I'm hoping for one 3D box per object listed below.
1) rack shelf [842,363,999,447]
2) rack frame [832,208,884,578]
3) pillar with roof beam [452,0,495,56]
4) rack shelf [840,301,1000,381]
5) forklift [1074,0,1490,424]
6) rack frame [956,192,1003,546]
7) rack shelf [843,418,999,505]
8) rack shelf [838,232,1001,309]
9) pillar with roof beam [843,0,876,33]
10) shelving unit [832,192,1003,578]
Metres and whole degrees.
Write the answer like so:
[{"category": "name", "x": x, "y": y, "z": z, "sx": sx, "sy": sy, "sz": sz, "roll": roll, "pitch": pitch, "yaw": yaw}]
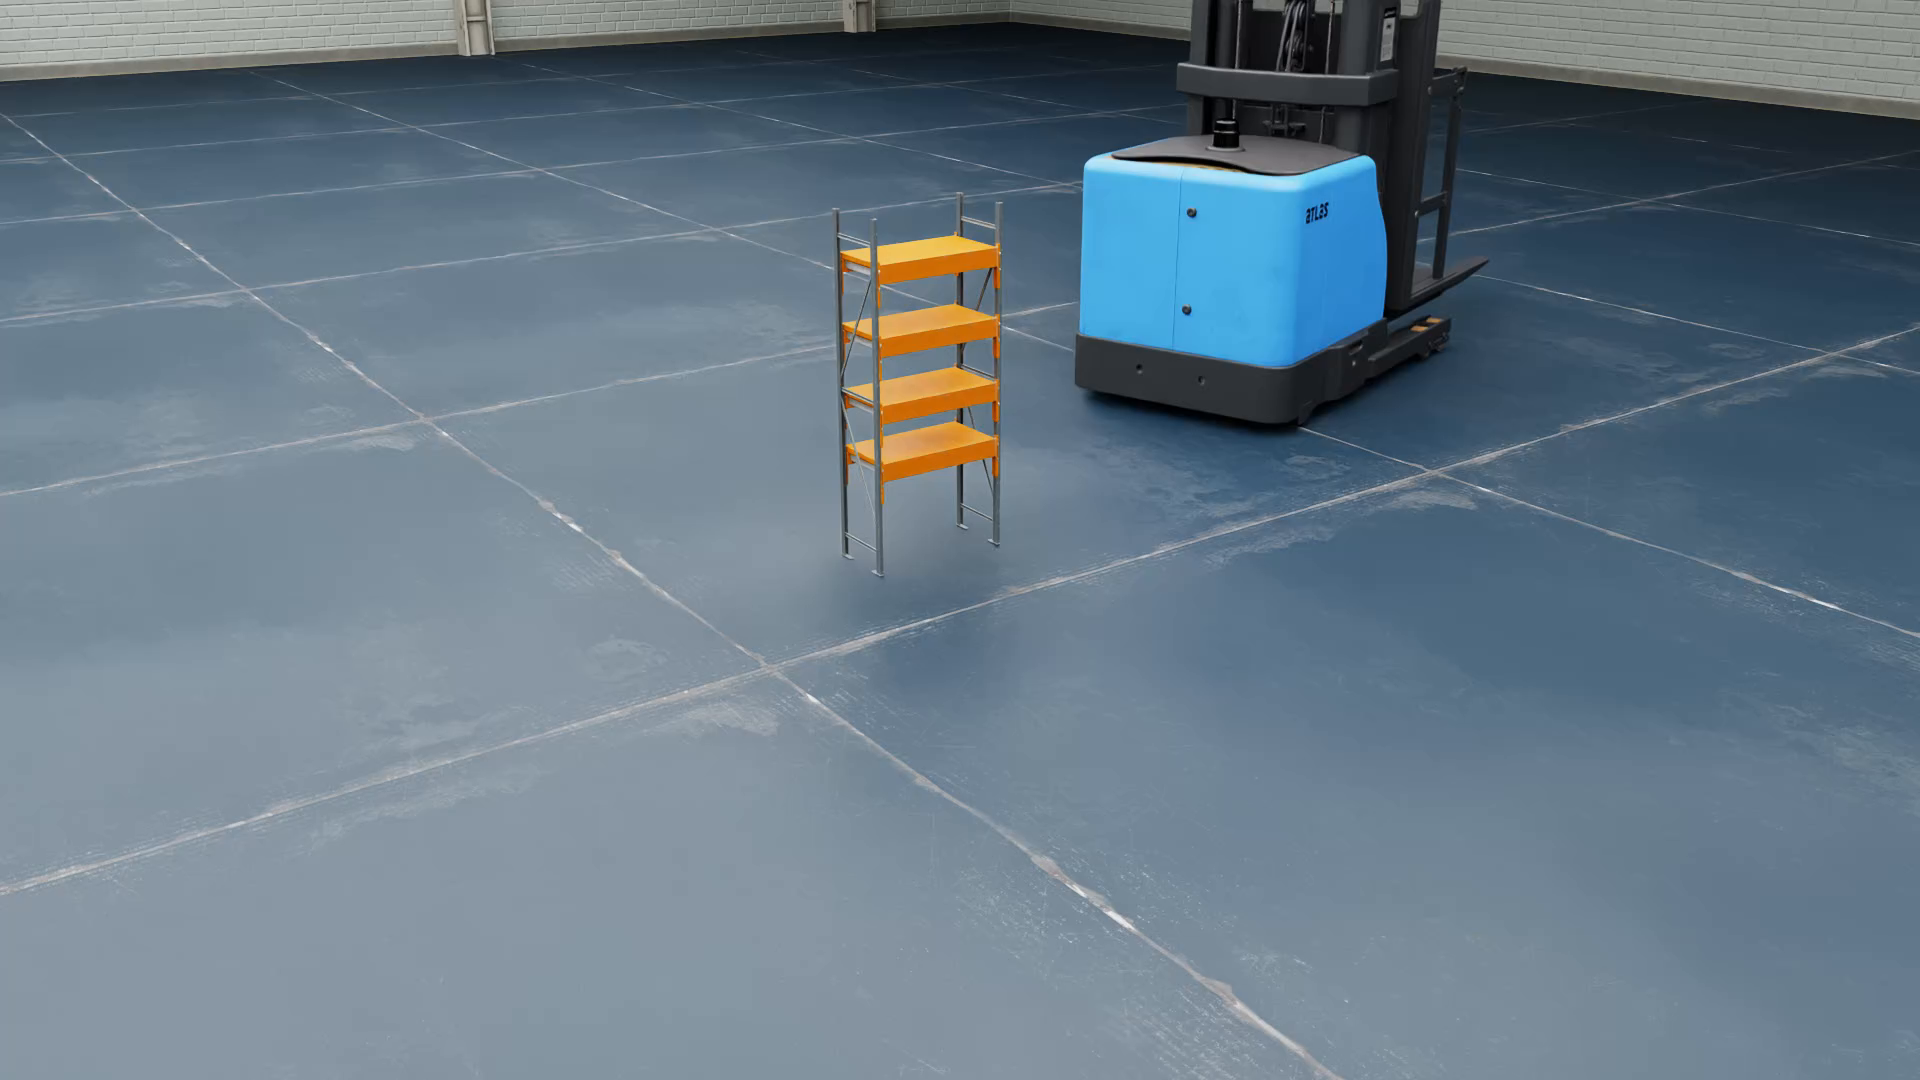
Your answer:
[{"category": "rack shelf", "x": -0.134, "y": -0.459, "z": 5.609, "sx": 0.480, "sy": 0.148, "sz": 0.258, "roll": -15, "pitch": 26, "yaw": -33}, {"category": "rack frame", "x": -0.332, "y": -0.469, "z": 5.452, "sx": 0.015, "sy": 1.200, "sz": 0.240, "roll": -15, "pitch": 26, "yaw": -33}, {"category": "pillar with roof beam", "x": -3.881, "y": -9.314, "z": 17.096, "sx": 0.400, "sy": 9.000, "sz": 9.100, "roll": -15, "pitch": 26, "yaw": -33}, {"category": "rack shelf", "x": -0.134, "y": -0.667, "z": 5.526, "sx": 0.480, "sy": 0.148, "sz": 0.258, "roll": -15, "pitch": 26, "yaw": -33}, {"category": "forklift", "x": 1.779, "y": -2.331, "z": 7.783, "sx": 1.130, "sy": 2.935, "sz": 3.031, "roll": 15, "pitch": 26, "yaw": 33}, {"category": "rack frame", "x": 0.064, "y": -0.574, "z": 5.717, "sx": 0.015, "sy": 1.200, "sz": 0.240, "roll": -15, "pitch": 26, "yaw": -33}, {"category": "rack shelf", "x": -0.134, "y": -0.275, "z": 5.683, "sx": 0.480, "sy": 0.148, "sz": 0.258, "roll": -15, "pitch": 26, "yaw": -33}, {"category": "rack shelf", "x": -0.134, "y": -0.886, "z": 5.439, "sx": 0.480, "sy": 0.148, "sz": 0.258, "roll": -15, "pitch": 26, "yaw": -33}, {"category": "pillar with roof beam", "x": 0.989, "y": -10.613, "z": 20.351, "sx": 0.400, "sy": 9.000, "sz": 9.100, "roll": -15, "pitch": 26, "yaw": -33}, {"category": "shelving unit", "x": -0.134, "y": -0.521, "z": 5.584, "sx": 0.503, "sy": 1.200, "sz": 0.258, "roll": -15, "pitch": 26, "yaw": -33}]
